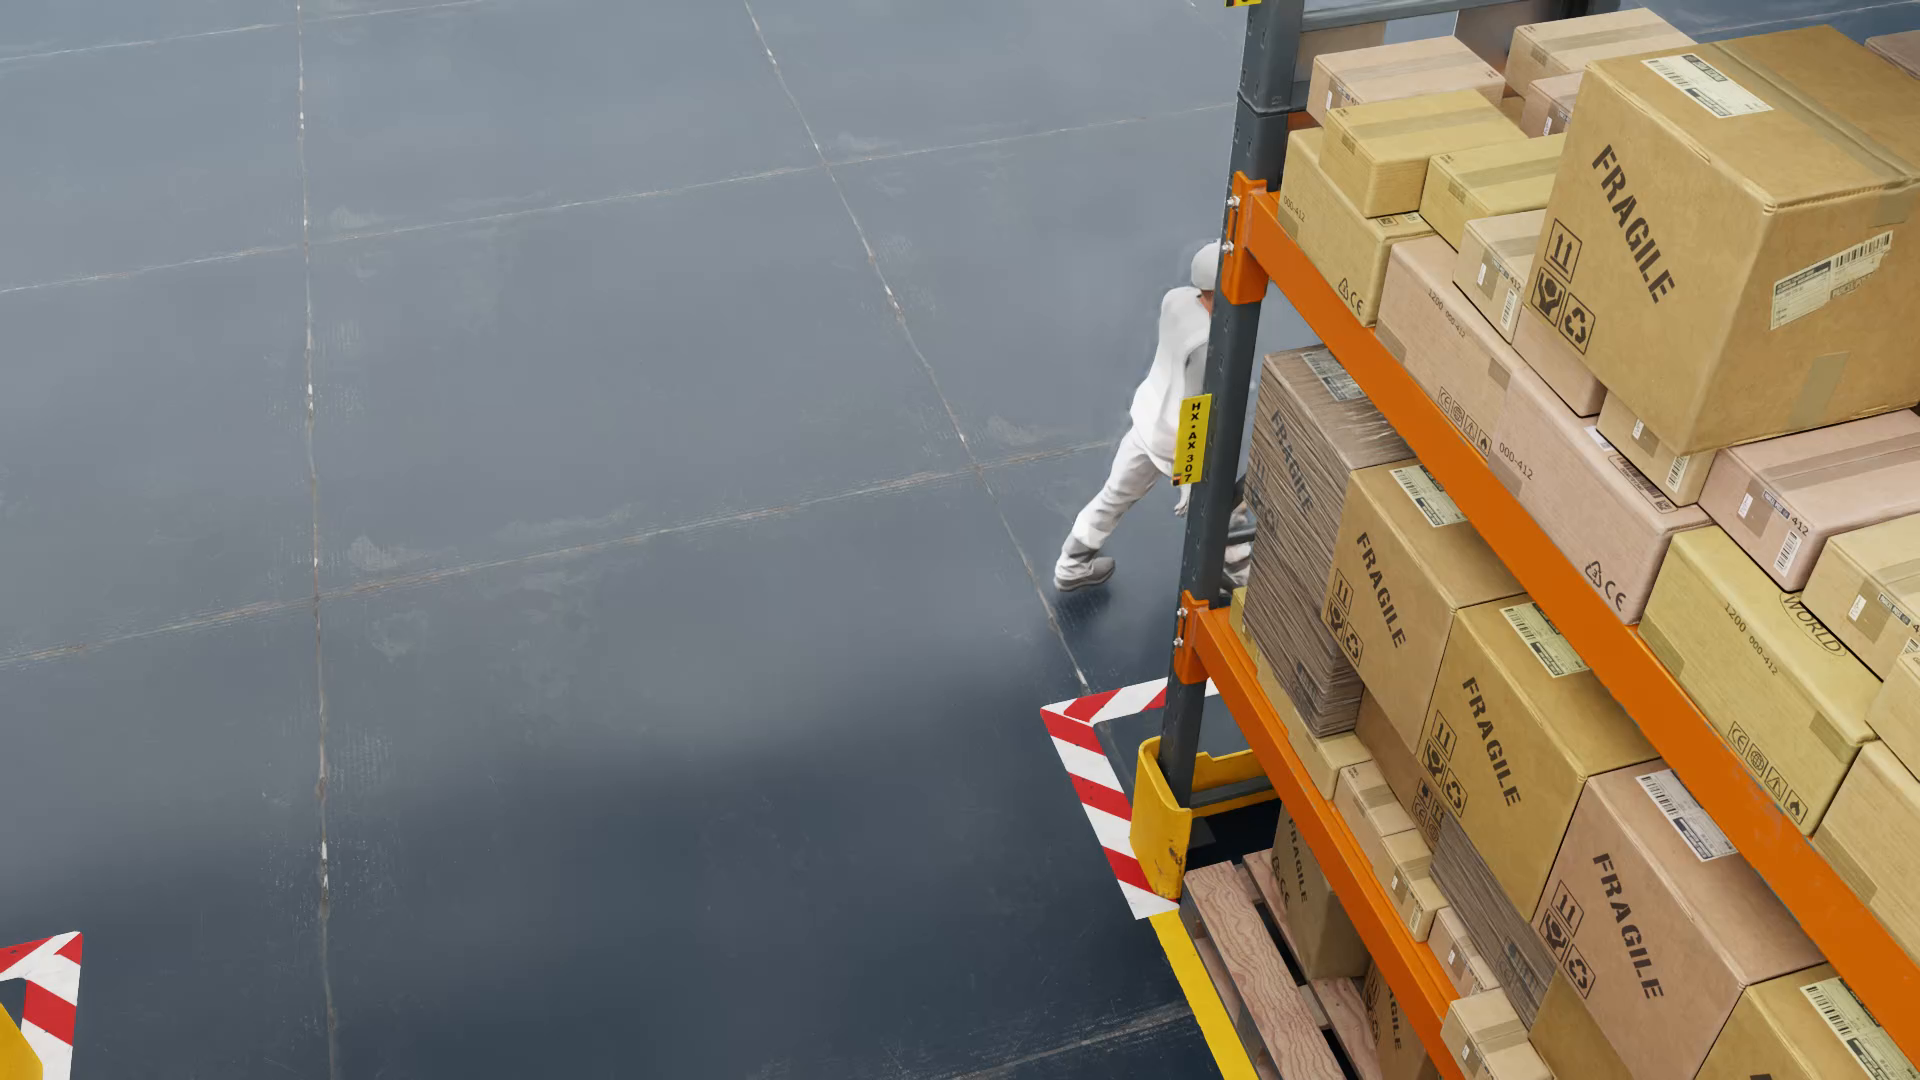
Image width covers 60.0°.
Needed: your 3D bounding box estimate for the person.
[{"bbox_3d":[0.935,-0.426,6.633,1.029,1.738,0.623,-10,43,-11],"label":"person"}]
